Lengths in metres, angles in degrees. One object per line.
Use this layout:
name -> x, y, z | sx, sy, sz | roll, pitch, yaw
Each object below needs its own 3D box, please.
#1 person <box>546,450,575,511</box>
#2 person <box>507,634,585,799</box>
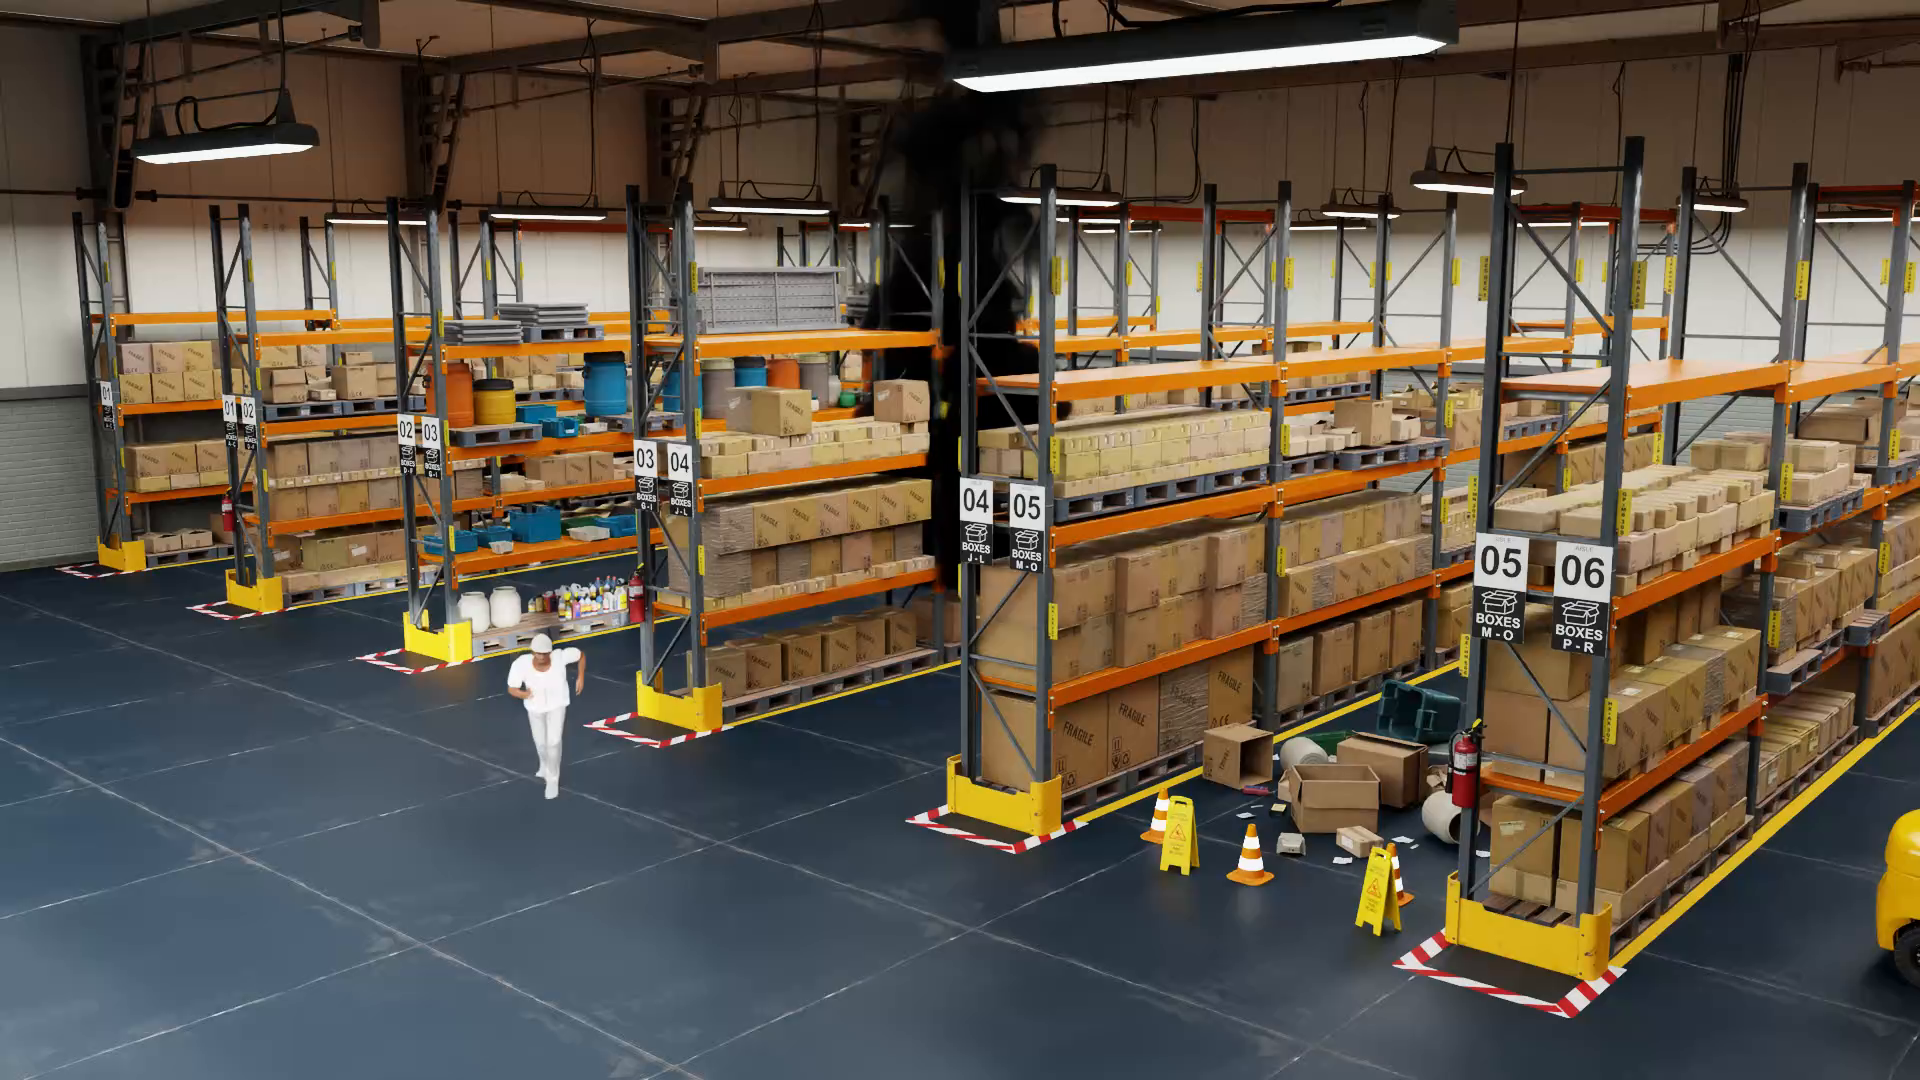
person -> -7.688, -0.963, 31.886 | 0.567, 1.660, 0.915 | 6, 11, 31
person -> -4.044, 1.684, 16.334 | 0.740, 1.698, 0.992 | -2, 10, -12
